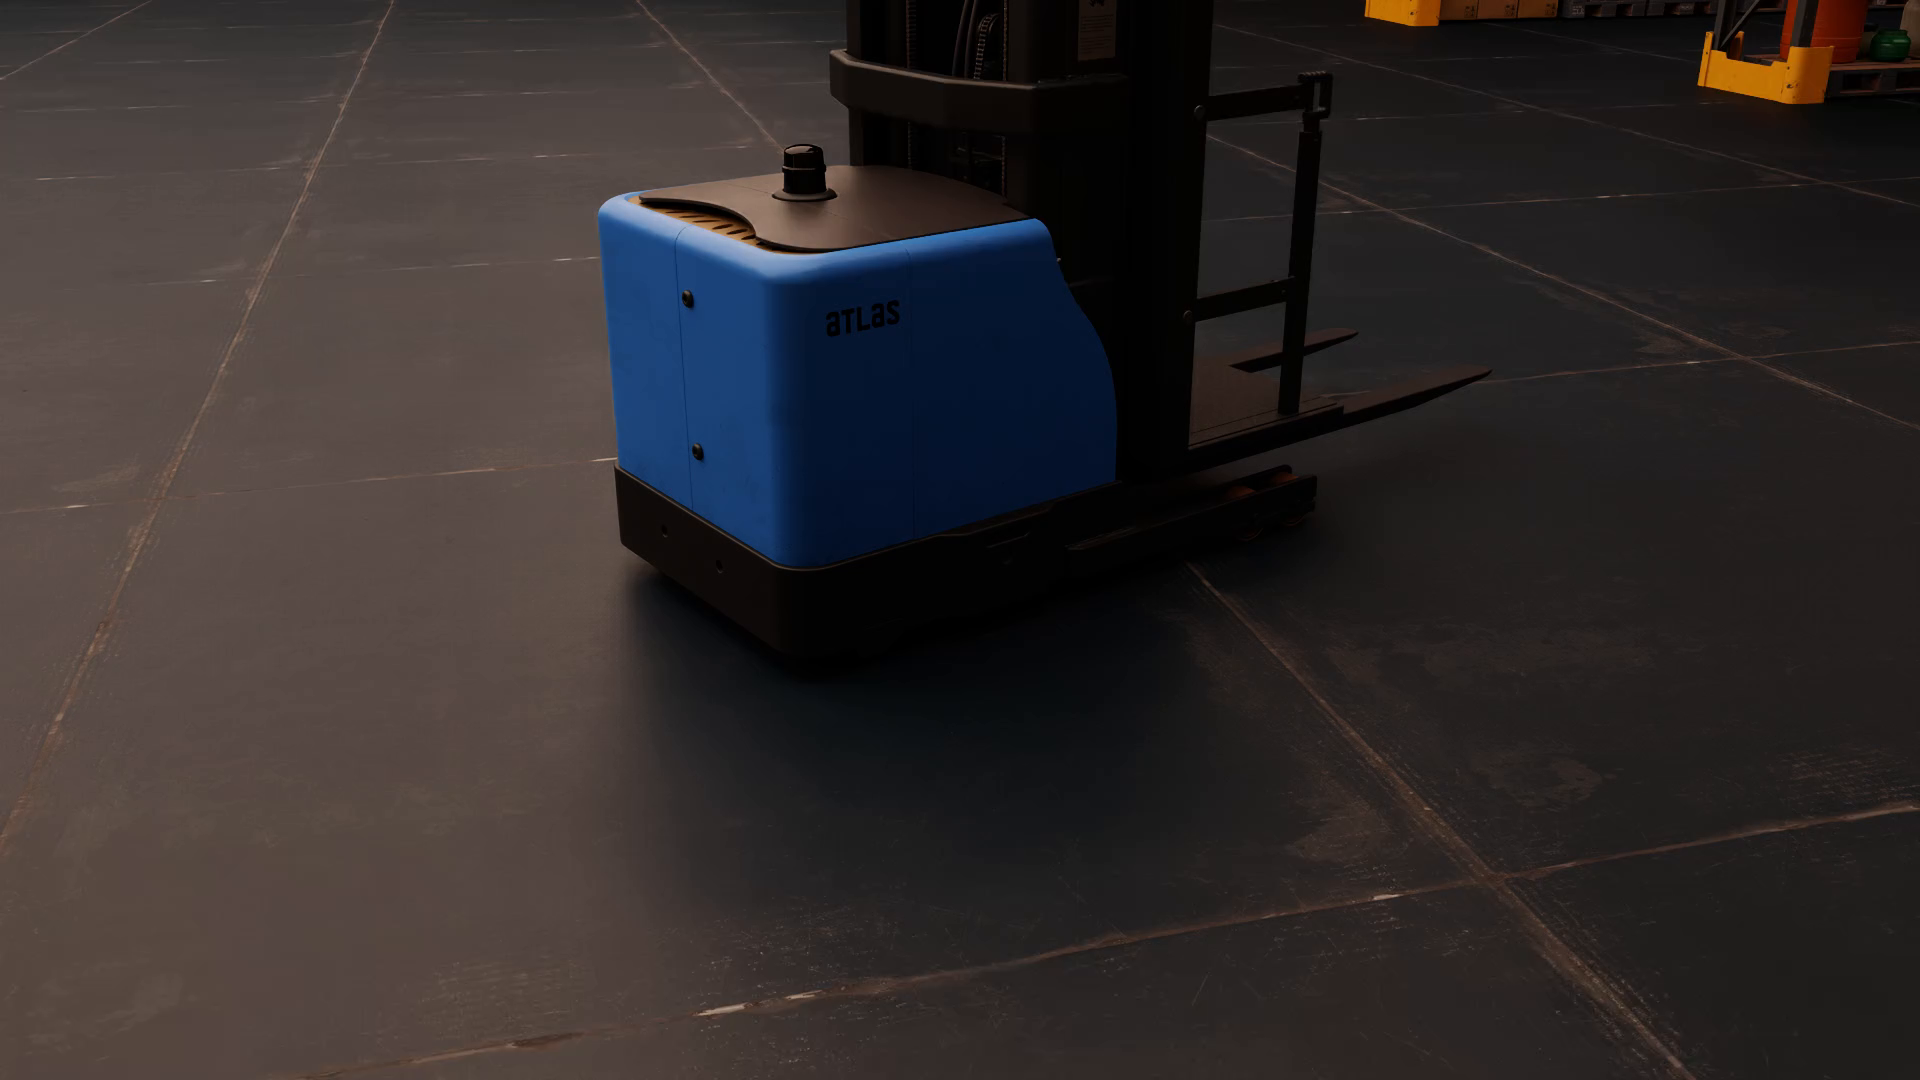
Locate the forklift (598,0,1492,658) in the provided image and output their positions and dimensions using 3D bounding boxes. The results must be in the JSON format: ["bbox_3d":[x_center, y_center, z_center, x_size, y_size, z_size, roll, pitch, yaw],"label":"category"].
[{"bbox_3d":[0.484,-1.493,4.818,3.031,2.935,1.130,-17,28,-34],"label":"forklift"}]
